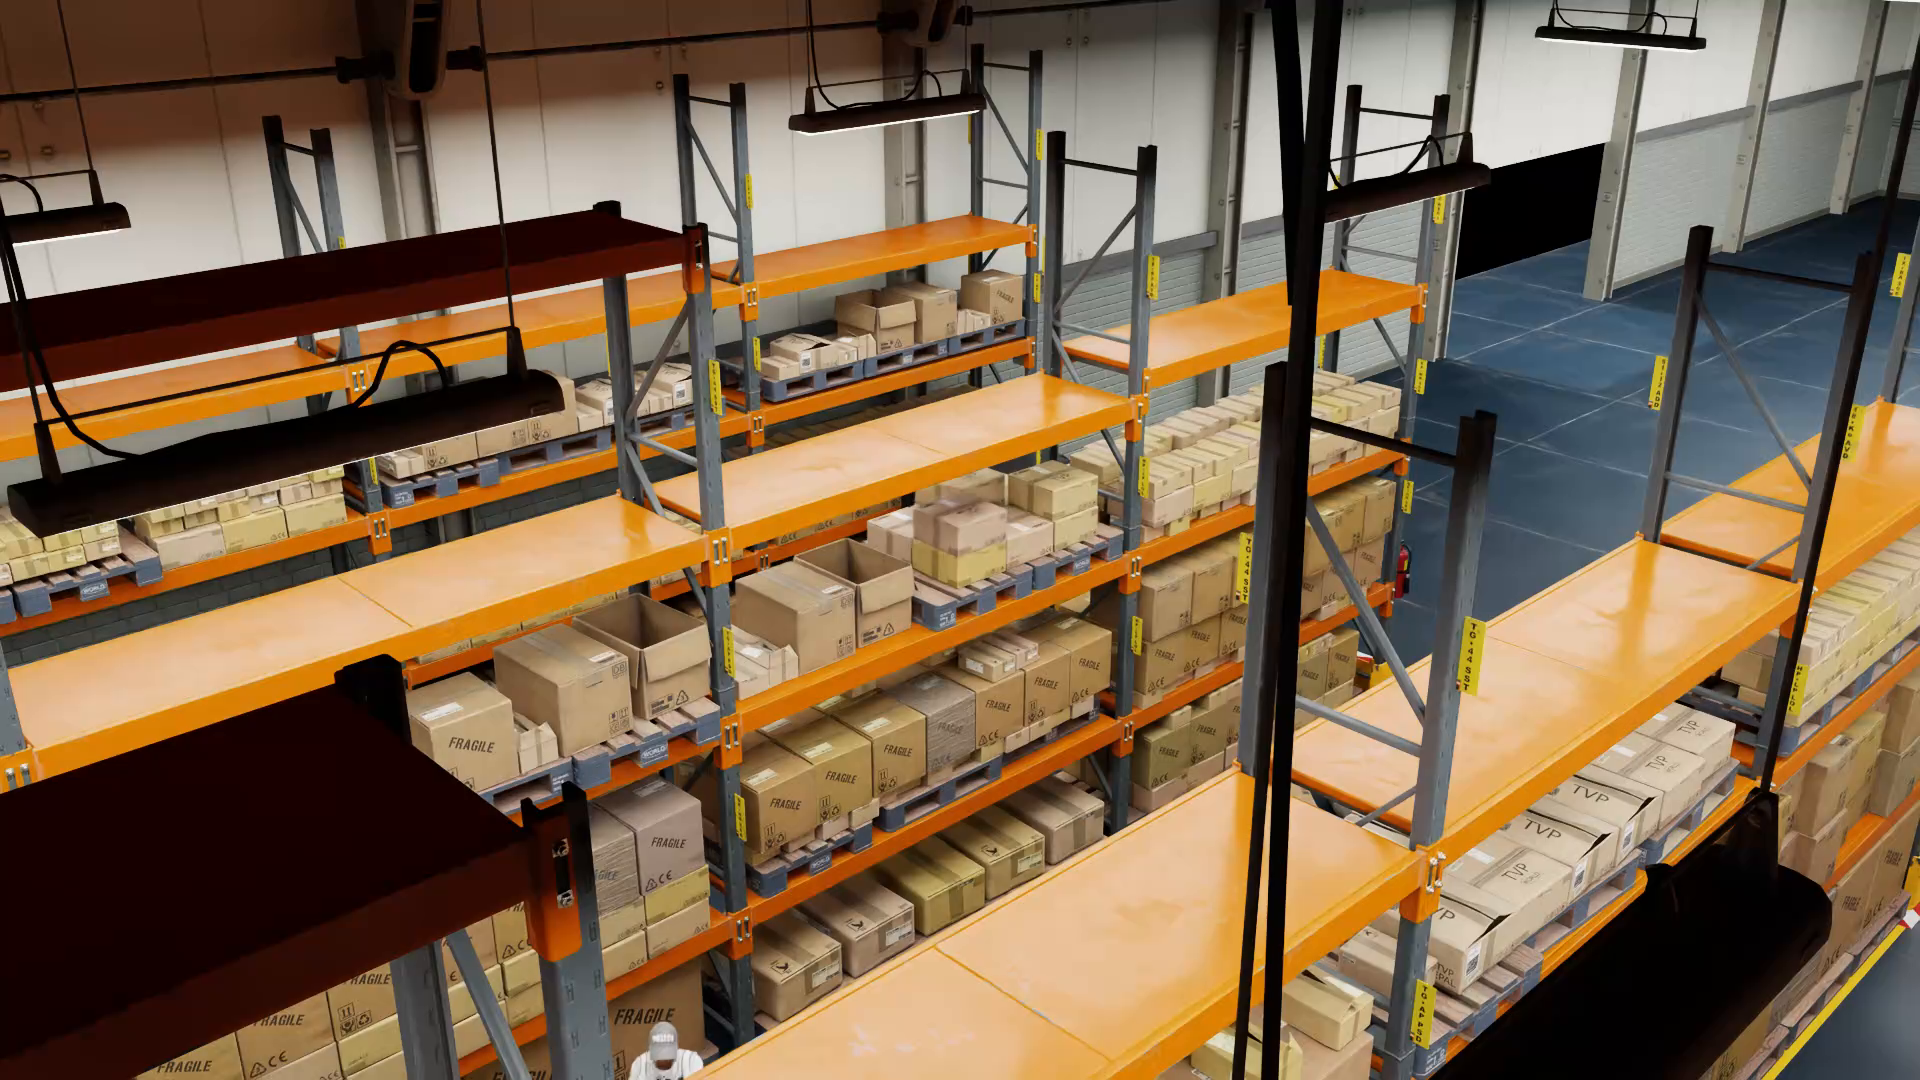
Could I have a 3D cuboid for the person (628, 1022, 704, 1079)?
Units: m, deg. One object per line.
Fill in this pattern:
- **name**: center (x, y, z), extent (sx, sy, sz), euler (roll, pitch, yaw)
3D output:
- **person**: center (-1.725, 3.610, 10.027), extent (0.521, 1.727, 0.427), euler (1, 22, 3)
